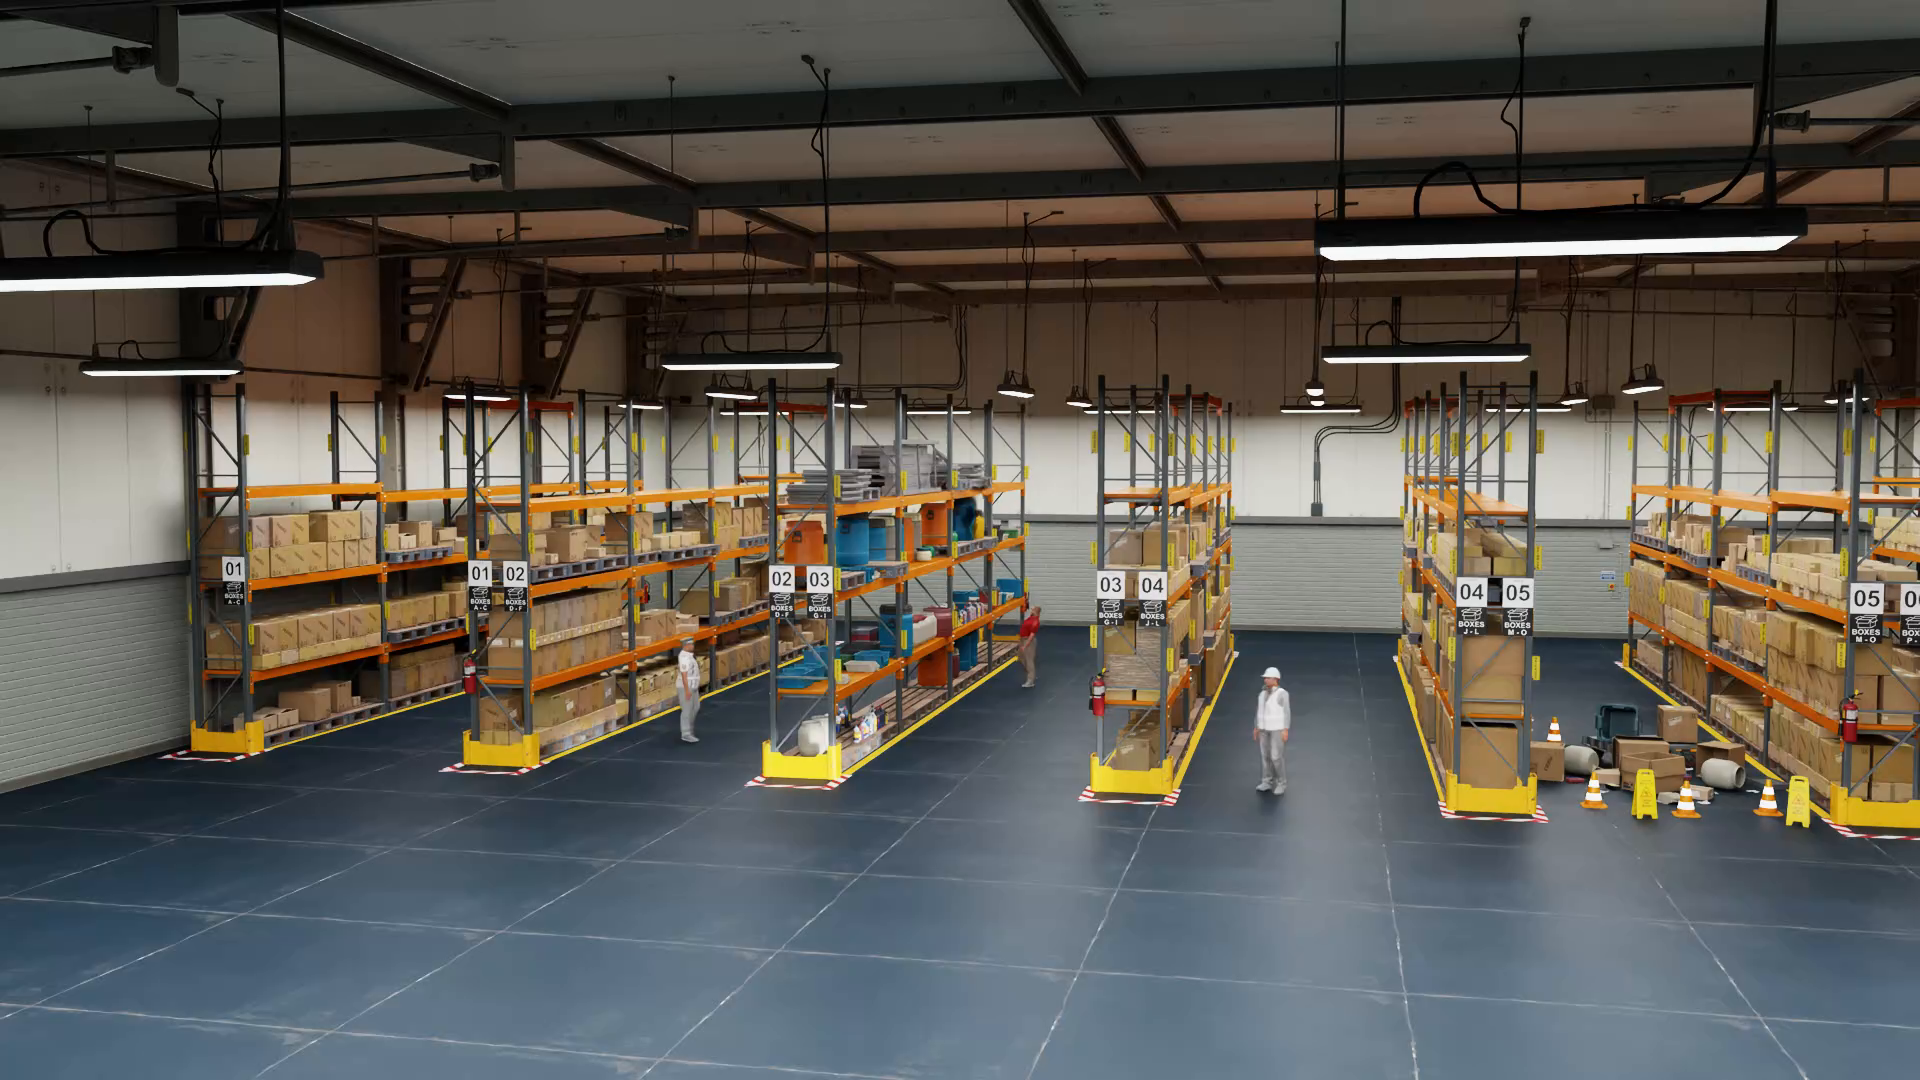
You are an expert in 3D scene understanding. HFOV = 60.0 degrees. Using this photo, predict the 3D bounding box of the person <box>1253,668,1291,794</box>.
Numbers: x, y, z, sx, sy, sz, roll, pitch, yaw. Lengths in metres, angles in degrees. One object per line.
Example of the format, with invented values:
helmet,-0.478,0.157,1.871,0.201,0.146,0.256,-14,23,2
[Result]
person,4.485,2.751,24.025,0.375,1.814,0.562,-3,4,-38

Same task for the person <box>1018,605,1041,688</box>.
person,1.409,2.190,34.441,0.475,1.711,0.680,-1,3,-13

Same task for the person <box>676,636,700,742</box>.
person,-4.602,2.554,28.199,0.411,1.861,0.590,0,3,5
